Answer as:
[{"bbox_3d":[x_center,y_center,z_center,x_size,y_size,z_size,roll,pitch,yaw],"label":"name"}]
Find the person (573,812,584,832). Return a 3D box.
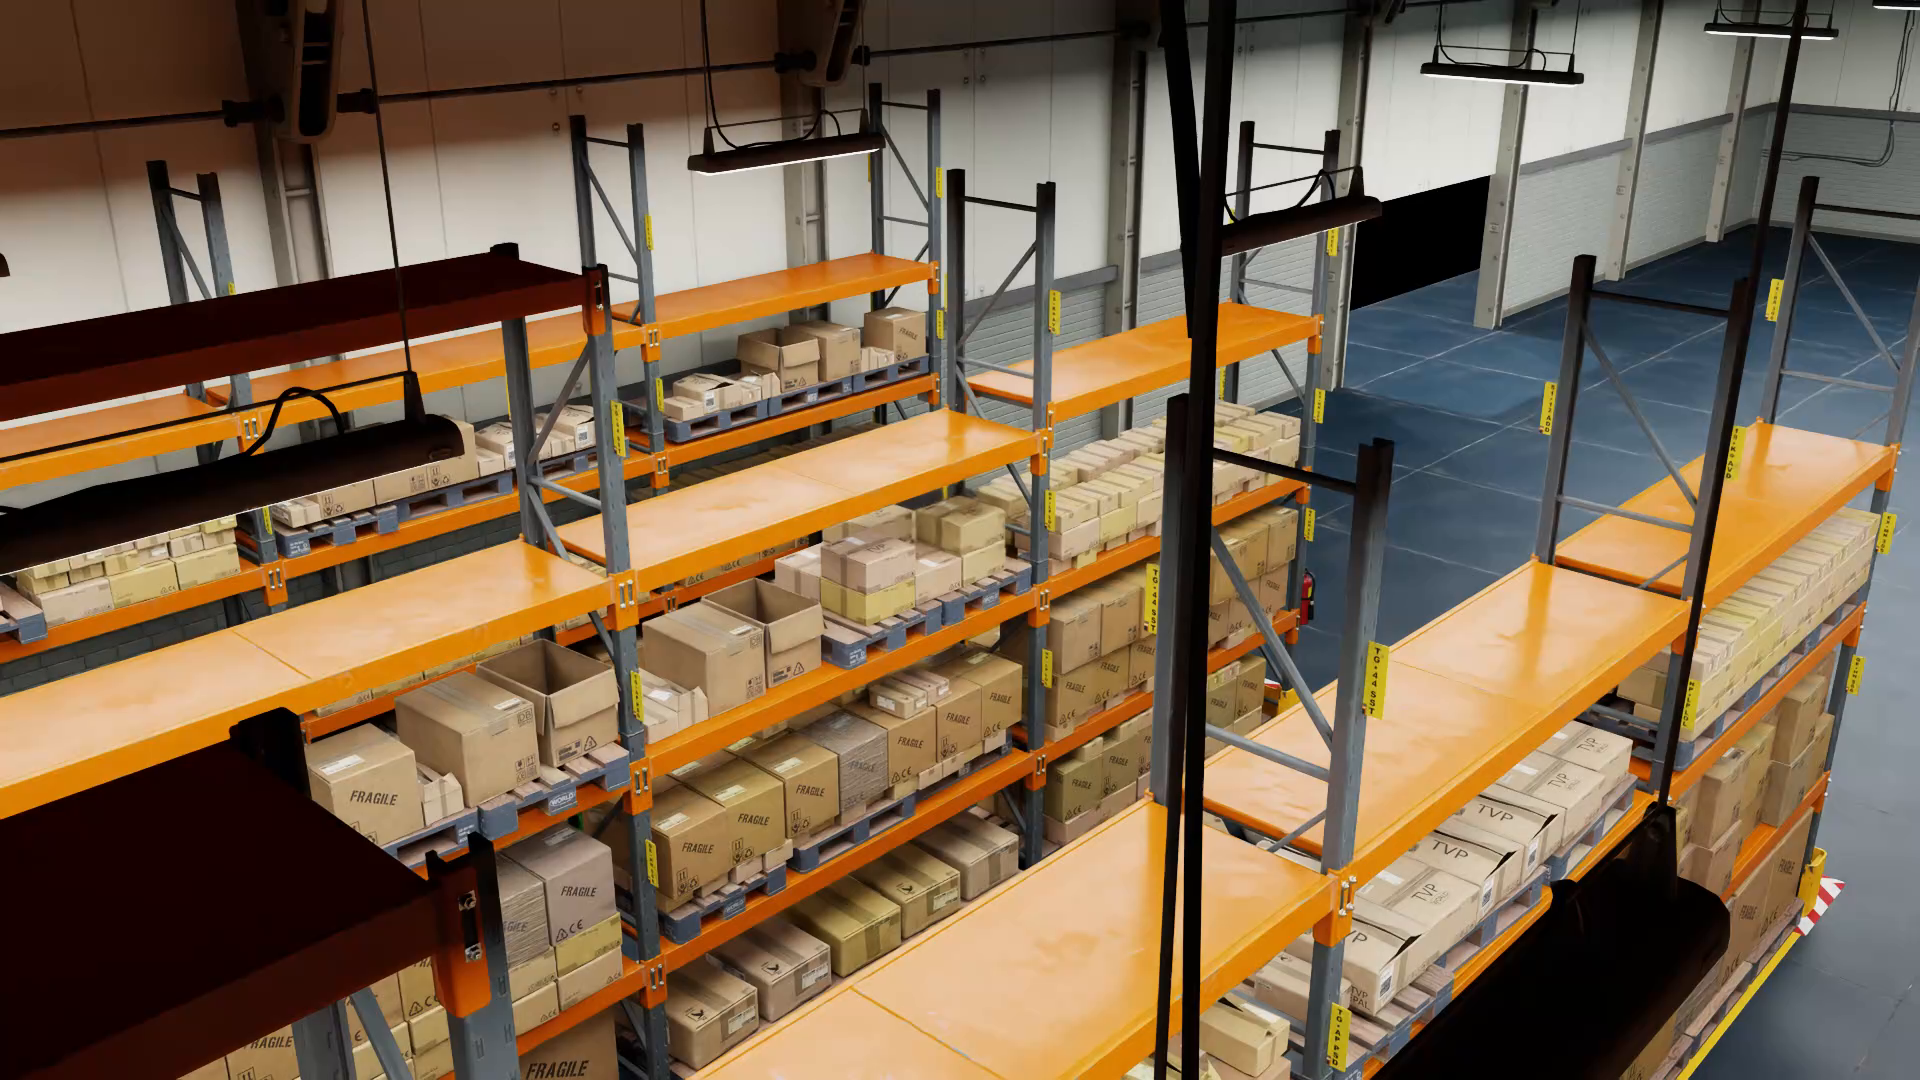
[{"bbox_3d":[-3.222,2.147,14.016,0.602,1.791,0.467,6,22,15],"label":"person"}]
